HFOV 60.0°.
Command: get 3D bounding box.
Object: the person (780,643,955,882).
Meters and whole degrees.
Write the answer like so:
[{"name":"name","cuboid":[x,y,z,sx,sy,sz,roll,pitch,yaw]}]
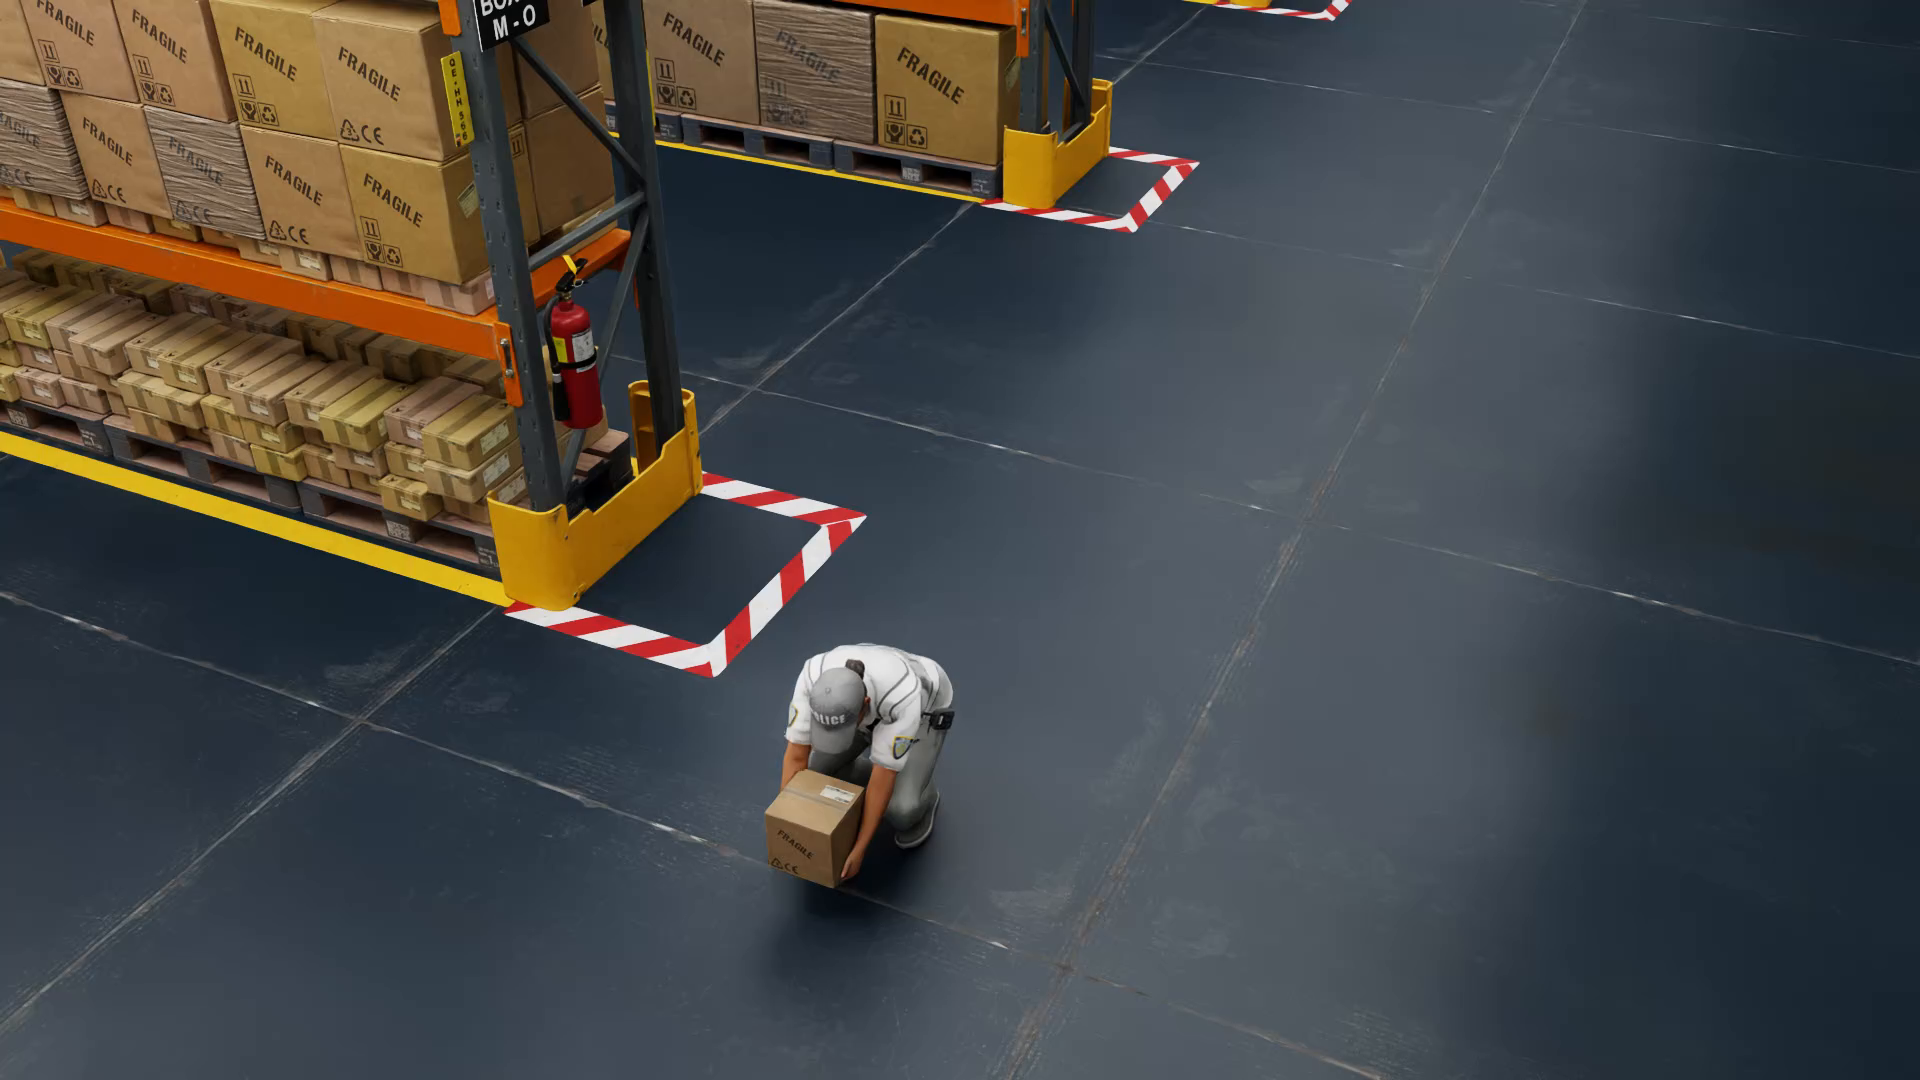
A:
[{"name":"person","cuboid":[-0.334,0.679,5.784,0.517,0.953,0.865,14,36,19]}]
